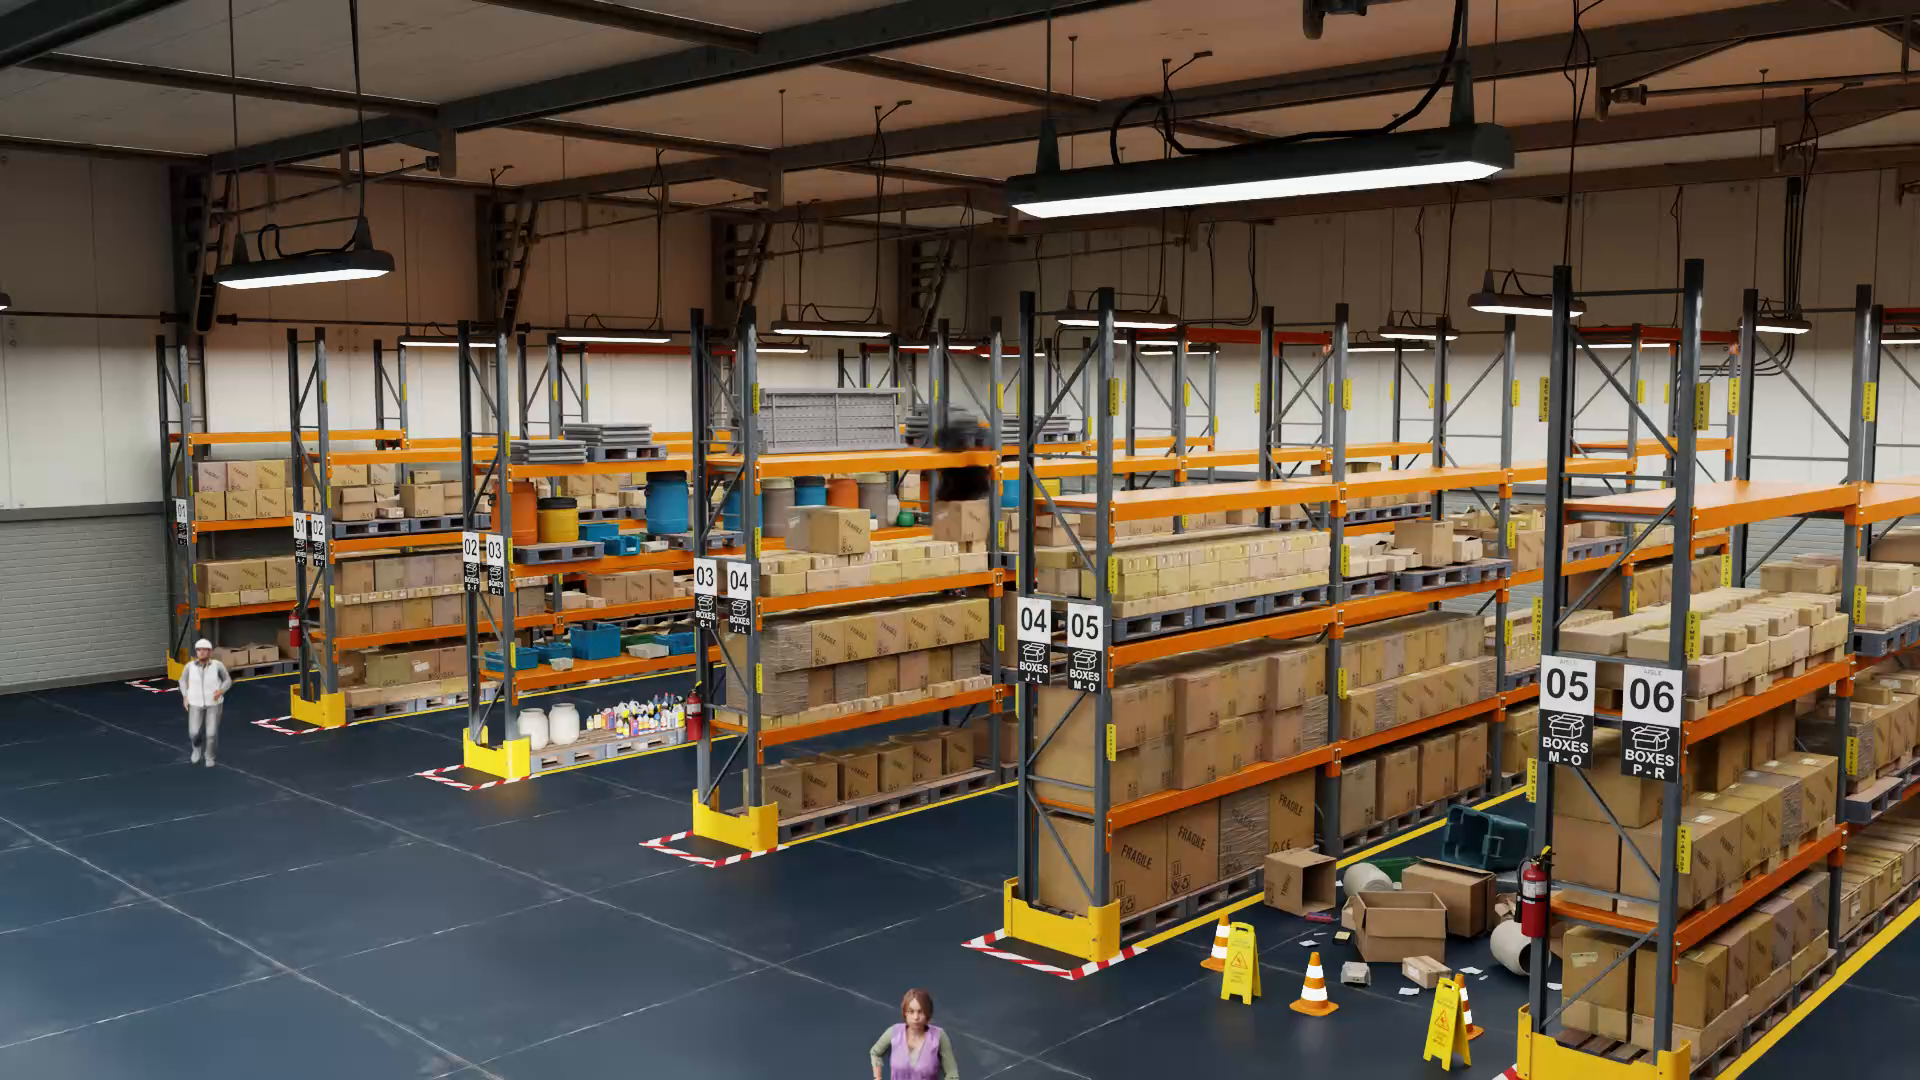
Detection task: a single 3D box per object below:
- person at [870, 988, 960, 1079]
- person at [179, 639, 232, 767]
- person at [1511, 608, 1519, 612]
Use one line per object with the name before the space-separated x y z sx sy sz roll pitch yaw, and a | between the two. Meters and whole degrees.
person | -0.267 3.435 9.821 0.518 1.631 0.783 0 5 -4
person | -10.143 2.202 22.361 0.669 1.742 0.568 -2 6 -19
person | 8.855 1.903 26.377 0.721 1.650 0.509 -4 7 -39
